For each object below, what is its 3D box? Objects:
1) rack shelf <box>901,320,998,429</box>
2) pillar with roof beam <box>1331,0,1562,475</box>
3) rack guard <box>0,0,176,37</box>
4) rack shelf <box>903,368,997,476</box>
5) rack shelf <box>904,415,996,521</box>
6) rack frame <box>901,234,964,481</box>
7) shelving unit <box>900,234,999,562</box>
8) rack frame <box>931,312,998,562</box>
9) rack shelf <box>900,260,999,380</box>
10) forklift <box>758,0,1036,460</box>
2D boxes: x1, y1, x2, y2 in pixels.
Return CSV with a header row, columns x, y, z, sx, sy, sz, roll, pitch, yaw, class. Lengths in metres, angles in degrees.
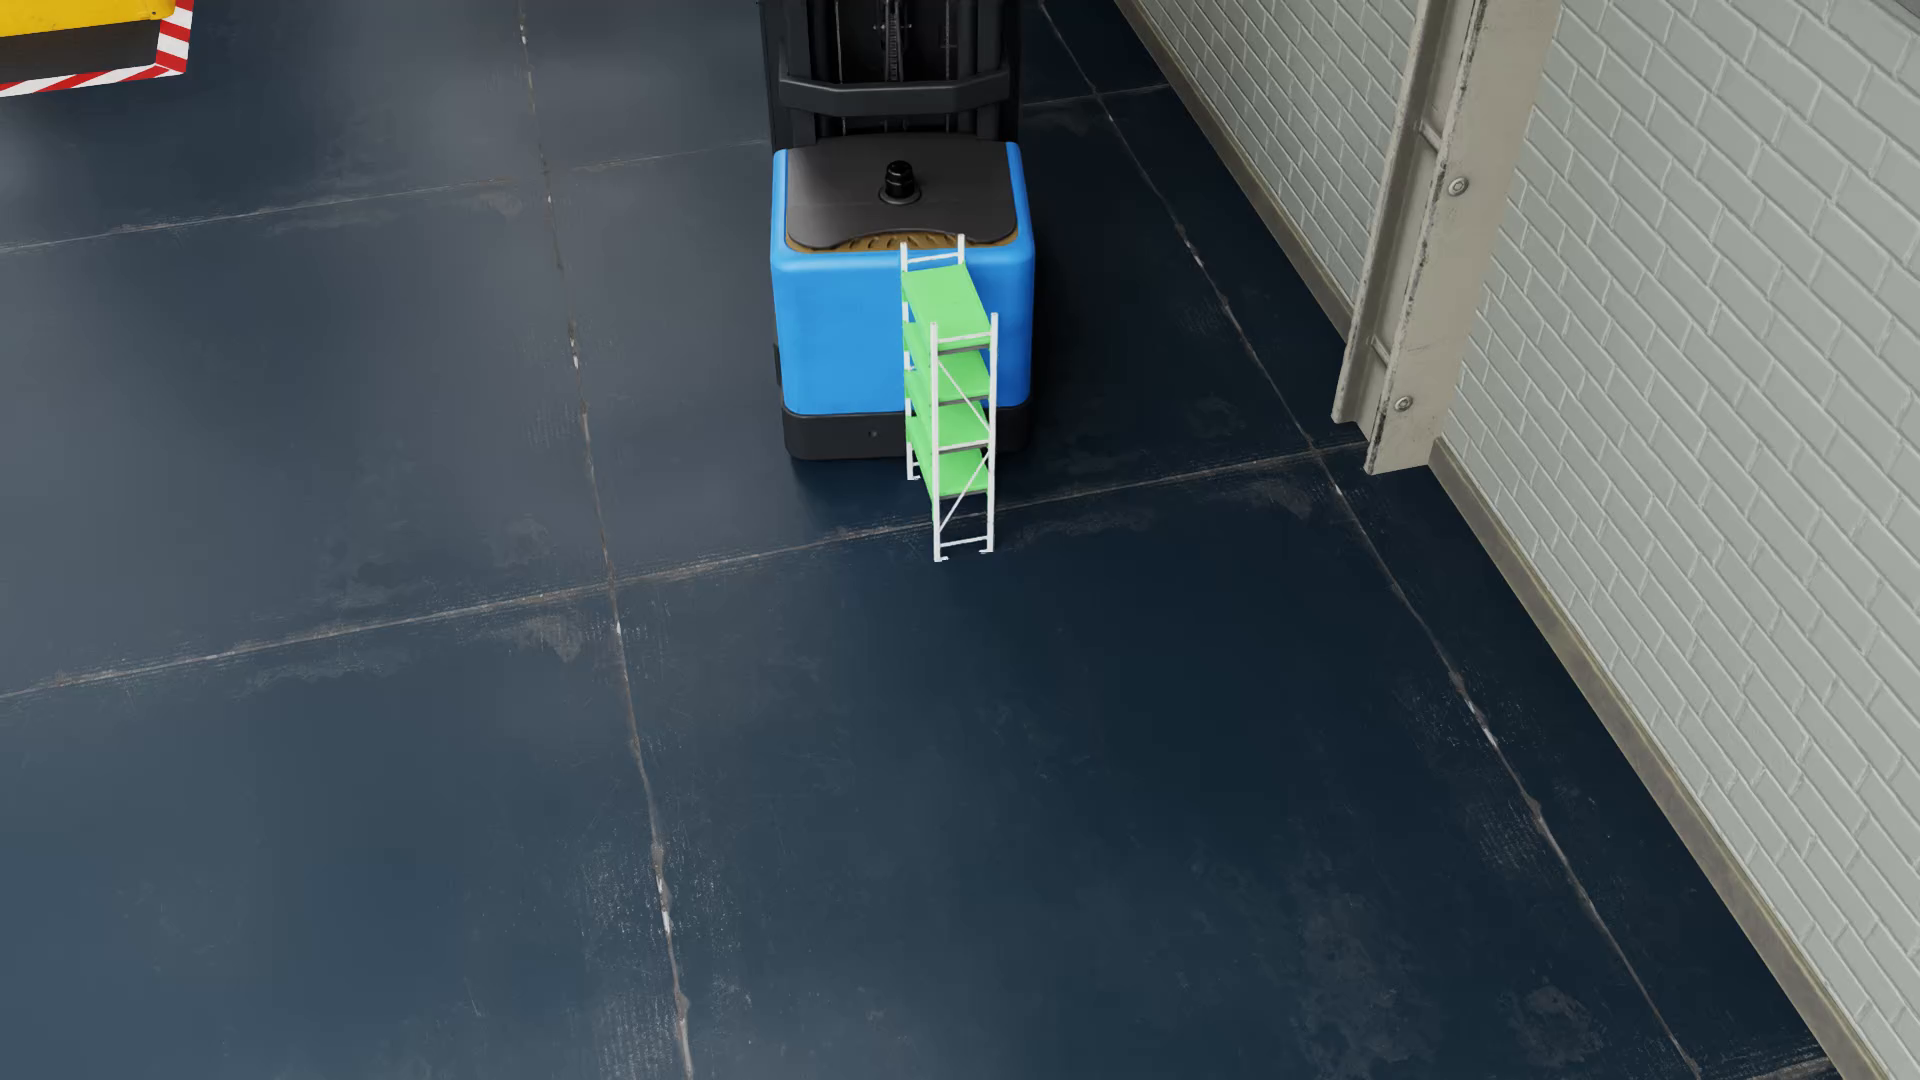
x,y,z,sx,sy,sz,roll,pitch,yaw,class
-0.043,-0.648,6.299,0.258,0.148,0.480,-10,46,-10,rack shelf
-2.339,-2.801,3.194,9.100,9.000,0.400,-11,47,-10,pillar with roof beam
-5.224,-3.252,9.587,1.175,0.500,0.348,-11,47,-10,rack guard
-0.043,-0.480,6.470,0.258,0.148,0.480,-10,46,-10,rack shelf
-0.044,-0.312,6.641,0.258,0.148,0.480,-10,46,-10,rack shelf
-0.102,-0.694,6.590,0.240,1.200,0.015,-10,46,-10,rack frame
-0.043,-0.525,6.424,0.258,1.200,0.503,-10,46,-10,shelving unit
0.015,-0.356,6.259,0.240,1.200,0.015,-10,46,-10,rack frame
-0.043,-0.816,6.127,0.258,0.148,0.480,-10,46,-10,rack shelf
-0.303,-2.408,7.058,1.130,2.935,3.031,-3,46,-2,forklift
